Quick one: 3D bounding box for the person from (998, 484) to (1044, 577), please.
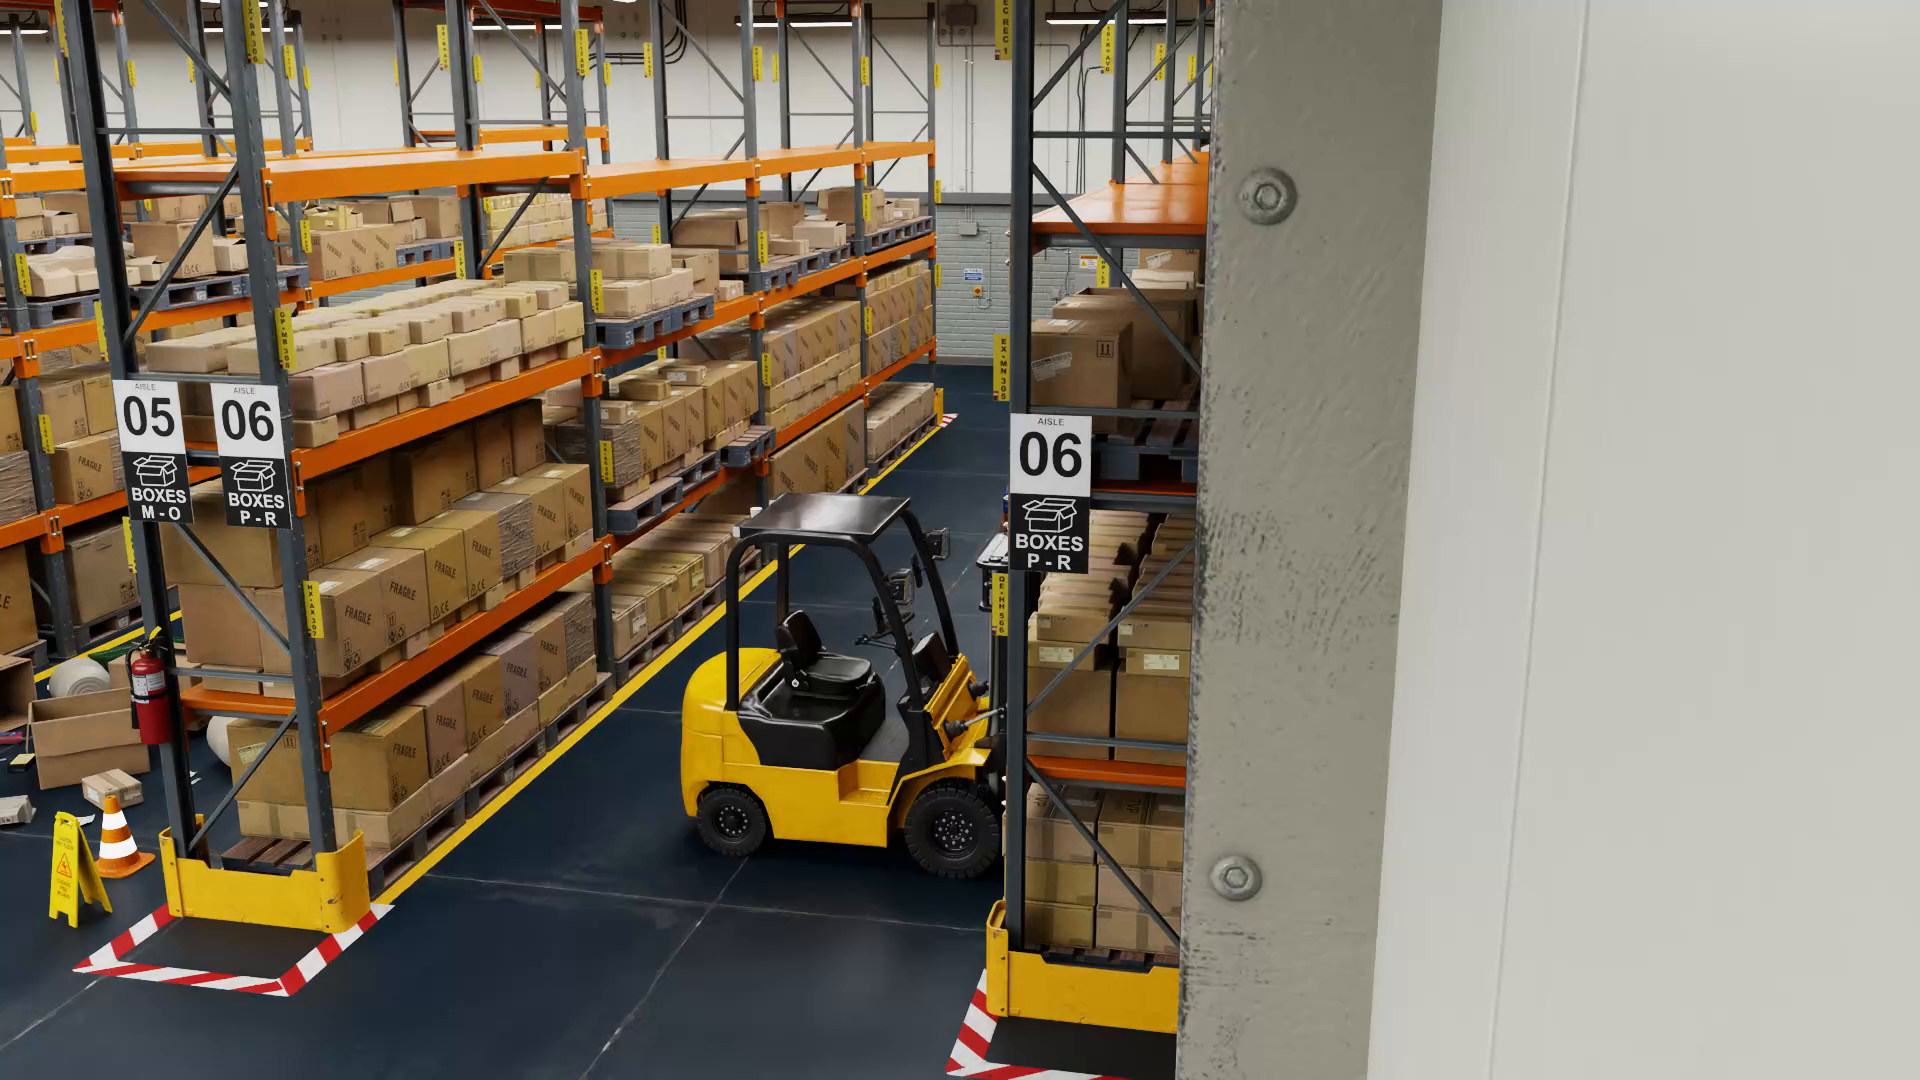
[{"bbox_3d":[0.572,0.047,14.845,0.507,1.654,0.347,2,15,8],"label":"person"}]
